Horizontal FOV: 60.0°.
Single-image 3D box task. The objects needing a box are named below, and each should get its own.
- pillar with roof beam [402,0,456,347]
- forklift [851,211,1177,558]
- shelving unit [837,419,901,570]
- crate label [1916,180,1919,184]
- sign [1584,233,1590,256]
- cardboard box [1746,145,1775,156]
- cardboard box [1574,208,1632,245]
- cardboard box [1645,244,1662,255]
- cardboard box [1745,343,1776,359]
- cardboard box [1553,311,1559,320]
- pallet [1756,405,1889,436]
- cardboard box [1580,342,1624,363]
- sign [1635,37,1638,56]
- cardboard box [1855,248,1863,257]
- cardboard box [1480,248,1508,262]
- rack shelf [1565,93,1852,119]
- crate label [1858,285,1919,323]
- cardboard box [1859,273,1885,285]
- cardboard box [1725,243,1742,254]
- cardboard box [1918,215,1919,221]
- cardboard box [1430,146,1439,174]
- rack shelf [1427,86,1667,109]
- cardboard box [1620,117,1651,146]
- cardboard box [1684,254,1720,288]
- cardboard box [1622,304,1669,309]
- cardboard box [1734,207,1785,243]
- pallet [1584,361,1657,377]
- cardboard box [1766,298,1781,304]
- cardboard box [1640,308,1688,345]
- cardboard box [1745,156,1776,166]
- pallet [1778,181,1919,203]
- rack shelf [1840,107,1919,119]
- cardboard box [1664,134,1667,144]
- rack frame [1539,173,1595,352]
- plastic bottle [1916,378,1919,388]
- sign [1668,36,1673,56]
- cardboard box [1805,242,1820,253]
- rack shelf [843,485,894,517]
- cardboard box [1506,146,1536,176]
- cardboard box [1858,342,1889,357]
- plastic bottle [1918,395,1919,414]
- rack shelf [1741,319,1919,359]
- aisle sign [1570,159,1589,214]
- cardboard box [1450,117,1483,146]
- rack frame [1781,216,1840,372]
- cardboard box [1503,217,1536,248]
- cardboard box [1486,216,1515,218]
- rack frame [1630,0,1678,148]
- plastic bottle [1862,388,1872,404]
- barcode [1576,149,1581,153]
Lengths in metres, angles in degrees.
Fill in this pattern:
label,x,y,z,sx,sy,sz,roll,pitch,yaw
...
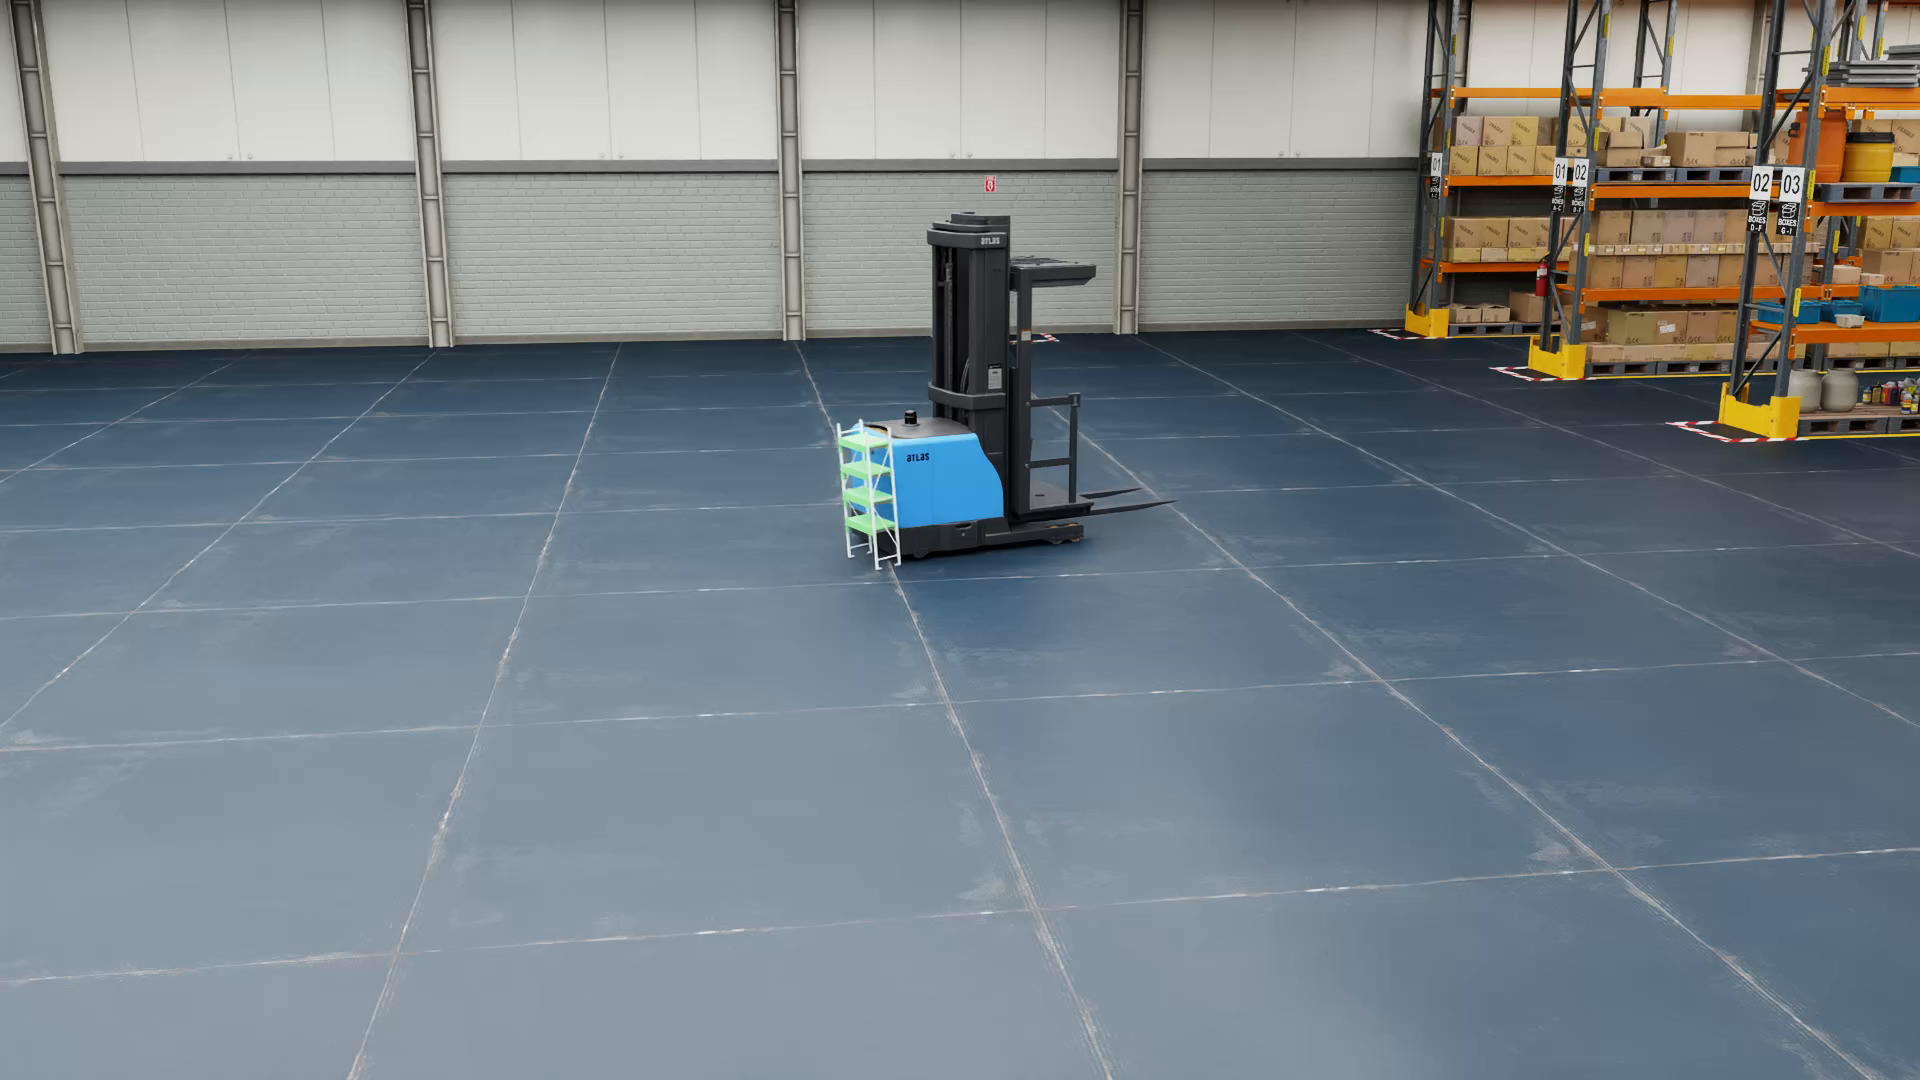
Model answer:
label,x,y,z,sx,sy,sz,roll,pitch,yaw
pillar with roof beam,-8.220,-6.655,23.260,0.400,9.000,9.100,-2,14,-8
forklift,0.561,-1.490,15.138,3.031,2.935,1.130,-7,16,-26
shelving unit,-0.784,-0.397,14.300,0.258,1.200,0.503,-14,19,-30
crate label,11.751,-4.188,19.894,0.408,0.251,0.502,-2,14,-8
sign,9.193,-4.333,24.391,0.005,0.325,0.100,-2,14,-8
cardboard box,12.000,-5.862,25.297,0.500,0.311,0.500,-3,14,-11
cardboard box,9.632,-4.702,24.932,0.500,0.500,0.700,-2,14,-8
cardboard box,10.294,-4.362,24.908,0.250,0.149,0.380,-2,14,-9
cardboard box,12.150,-2.938,25.561,0.500,0.250,0.500,-2,14,-8
cardboard box,10.745,-4.122,30.449,0.250,0.149,0.380,-3,14,-13
pallet,10.723,-1.506,20.795,1.213,0.211,1.003,-2,14,-8
cardboard box,9.680,-2.844,25.186,0.500,0.250,0.500,-2,14,-8
sign,12.242,-8.918,30.036,0.005,0.325,0.100,-2,14,-8
cardboard box,16.645,-5.334,30.799,0.250,0.149,0.380,-2,14,-9
cardboard box,9.416,-5.100,29.660,0.500,0.250,0.500,-3,14,-10
rack shelf,11.094,-6.448,24.734,4.000,0.370,1.077,-2,14,-8
crate label,11.630,-2.966,20.808,0.616,0.435,0.502,-2,14,-8
cardboard box,13.978,-4.014,25.579,0.250,0.149,0.380,-2,14,-8
cardboard box,11.579,-4.409,25.099,0.250,0.149,0.380,-2,14,-7
cardboard box,17.798,-6.049,30.776,0.500,0.250,0.500,-2,14,-8
cardboard box,8.749,-6.789,29.713,0.500,0.500,0.500,-1,14,-4
rack shelf,10.352,-7.832,29.437,4.000,0.370,1.077,-2,14,-8
cardboard box,11.875,-7.260,29.534,0.500,0.500,0.500,-3,14,-13
cardboard box,11.110,-4.128,25.308,0.500,0.500,0.700,-2,14,-7
cardboard box,10.589,-3.373,25.752,0.500,0.500,0.500,-2,14,-8
cardboard box,12.134,-4.795,25.302,0.500,0.500,0.700,-2,14,-8
pallet,9.866,-2.694,25.529,1.213,0.211,1.003,-2,14,-8
cardboard box,15.054,-4.461,31.079,0.500,0.500,0.700,-2,14,-8
cardboard box,10.666,-3.248,25.254,0.500,0.500,0.500,-2,14,-8
cardboard box,11.920,-5.649,24.778,0.250,0.149,0.380,-2,14,-8
pallet,10.683,-4.187,19.971,1.213,0.211,1.003,-2,14,-8
rack shelf,18.263,-7.929,30.641,4.000,0.370,1.077,-2,14,-8
cardboard box,12.882,-7.053,29.942,0.500,0.500,0.500,0,14,0
rack frame,9.116,-4.008,25.039,0.127,3.000,1.000,-2,14,-8
plastic bottle,12.339,-1.939,21.327,0.185,0.351,0.144,-2,14,-9
sign,12.393,-8.615,28.991,0.005,0.325,0.100,-2,14,-8
cardboard box,12.835,-4.455,25.281,0.250,0.149,0.380,-2,14,-8
rack shelf,-0.780,-0.335,14.318,0.258,0.148,0.480,-14,19,-30
cardboard box,9.792,-6.696,29.341,0.500,0.500,0.500,-1,14,-6
cardboard box,14.013,-2.997,25.793,0.500,0.250,0.500,-2,14,-7
plastic bottle,11.916,-1.707,20.542,0.133,0.283,0.061,-2,14,-7
rack shelf,11.828,-2.540,20.664,4.000,0.370,1.077,-2,14,-8
aisle sign,9.097,-5.193,24.419,0.004,0.787,0.394,-2,14,-8
cardboard box,8.792,-7.154,29.111,0.500,0.500,0.500,-3,14,-12
rack frame,13.072,-4.153,25.617,0.127,3.000,1.000,-2,14,-8
cardboard box,9.893,-5.478,29.625,0.500,0.500,0.500,-3,14,-10
cardboard box,9.819,-5.604,30.128,0.500,0.500,0.500,-2,14,-10
rack frame,12.330,-8.255,29.638,0.127,3.000,1.000,-2,14,-8
plastic bottle,11.601,-1.845,21.260,0.097,0.201,0.097,0,14,0
barcode,9.343,-5.872,25.109,0.075,0.075,0.001,-2,14,-8
